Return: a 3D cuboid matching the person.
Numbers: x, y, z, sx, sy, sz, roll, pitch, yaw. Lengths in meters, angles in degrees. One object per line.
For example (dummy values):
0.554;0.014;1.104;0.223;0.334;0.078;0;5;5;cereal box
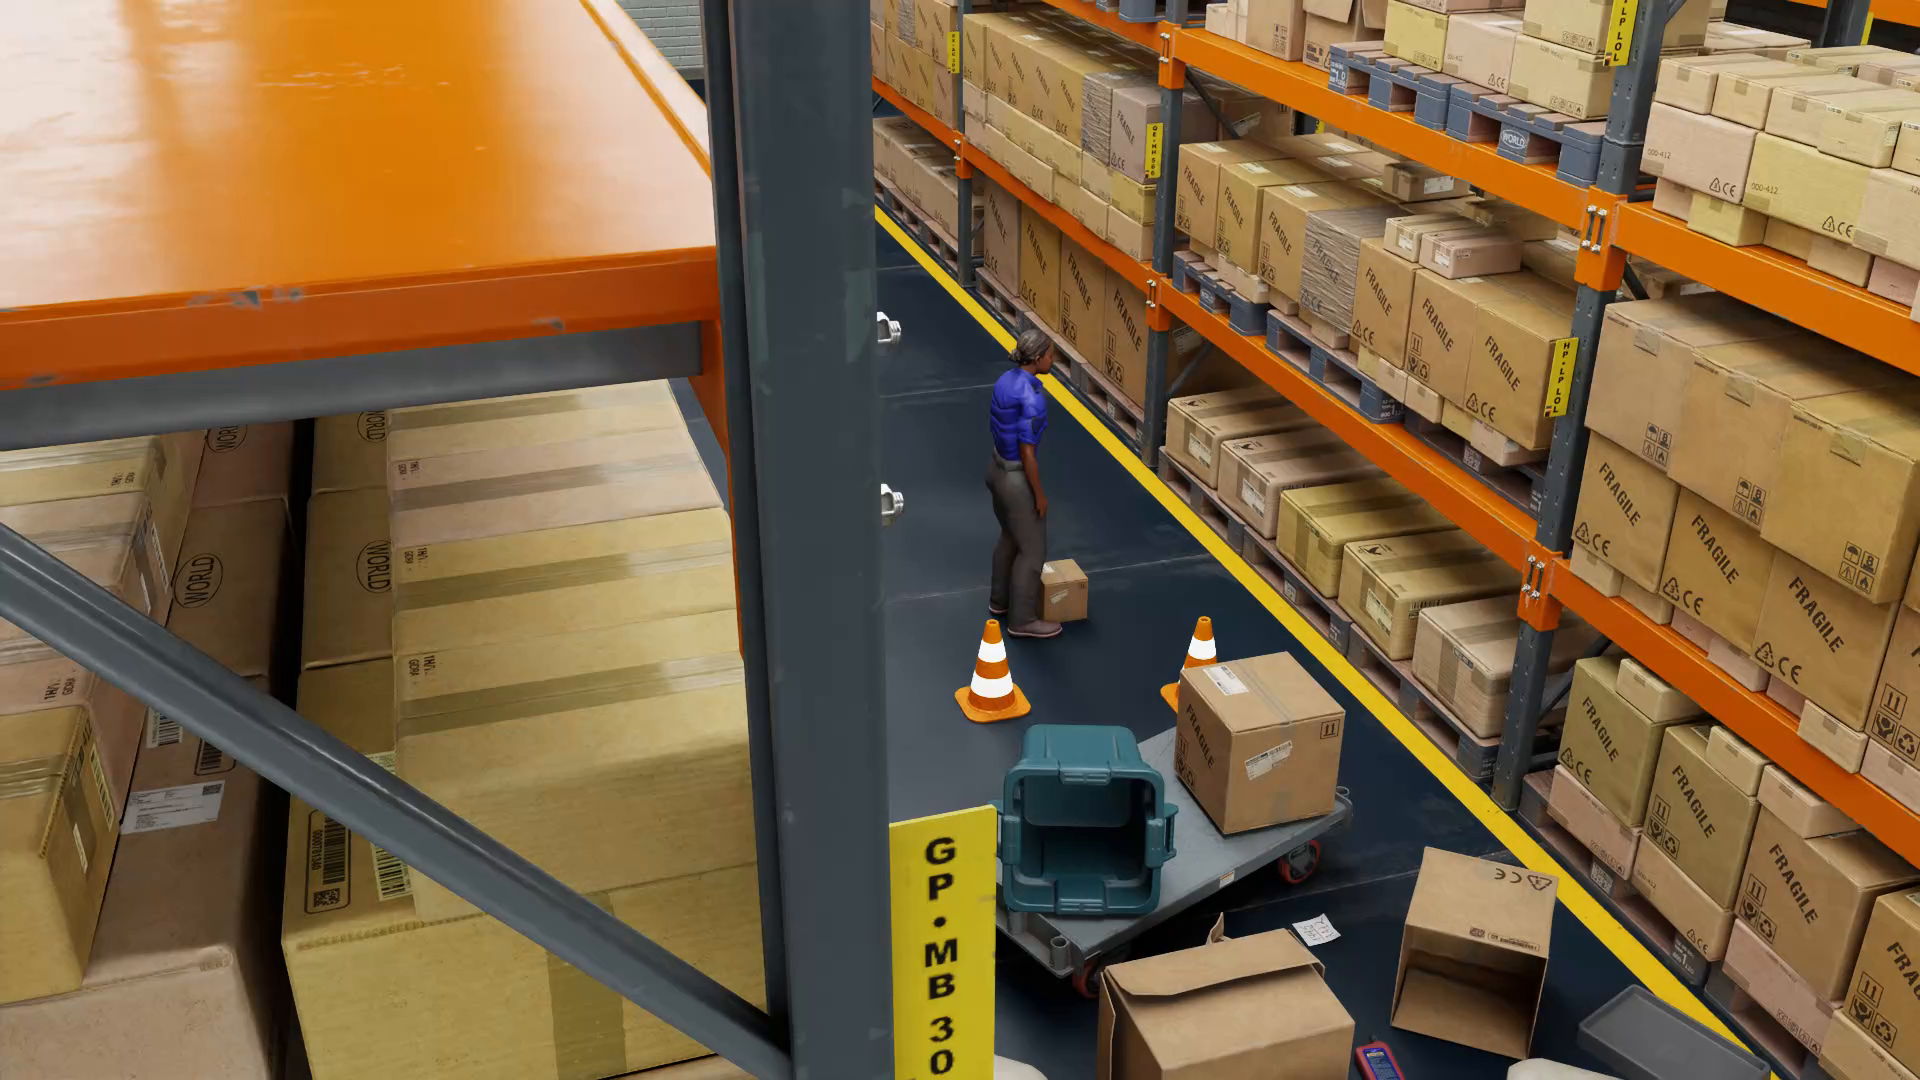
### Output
0.326;-0.307;8.736;0.349;1.655;0.509;-8;28;-16;person
